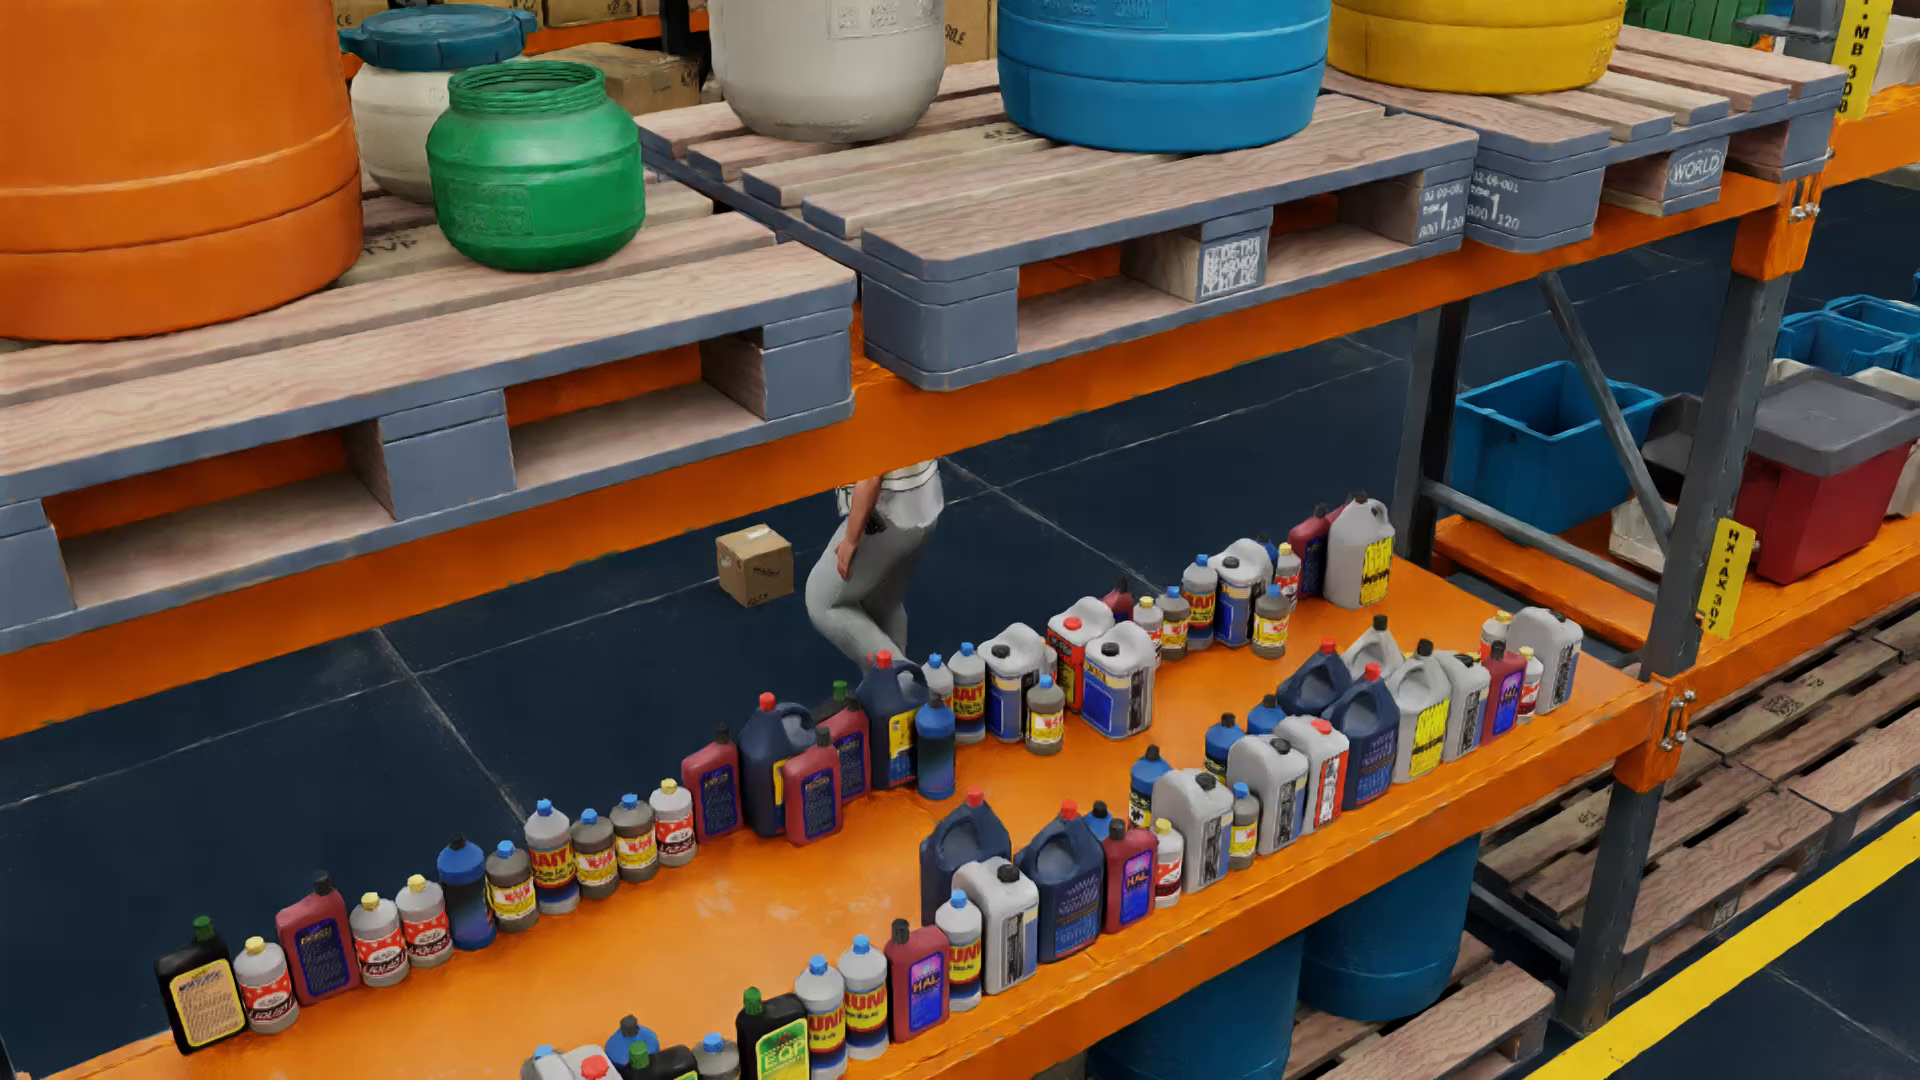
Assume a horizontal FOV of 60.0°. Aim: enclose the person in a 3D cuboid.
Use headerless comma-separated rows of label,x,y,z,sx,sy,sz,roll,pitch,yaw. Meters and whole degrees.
person,-0.320,-0.077,6.281,0.481,1.737,0.682,6,29,11
